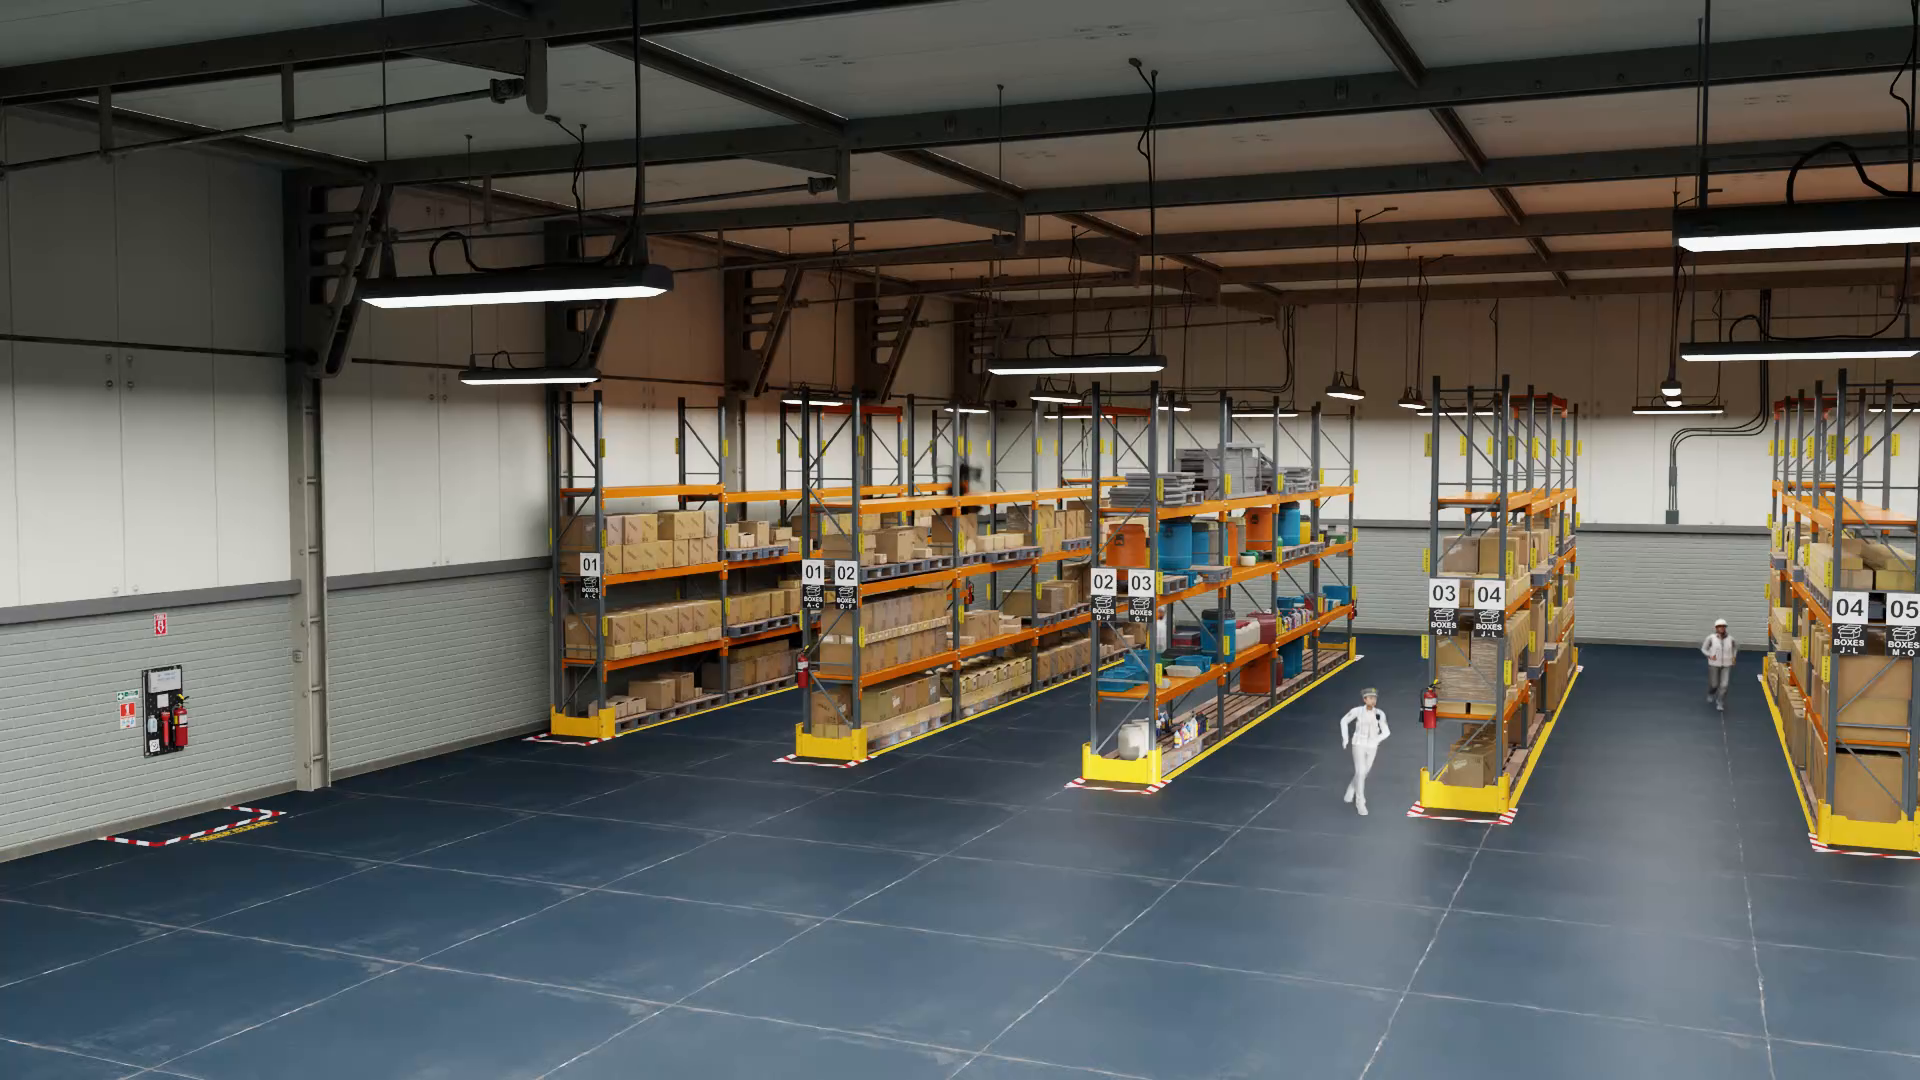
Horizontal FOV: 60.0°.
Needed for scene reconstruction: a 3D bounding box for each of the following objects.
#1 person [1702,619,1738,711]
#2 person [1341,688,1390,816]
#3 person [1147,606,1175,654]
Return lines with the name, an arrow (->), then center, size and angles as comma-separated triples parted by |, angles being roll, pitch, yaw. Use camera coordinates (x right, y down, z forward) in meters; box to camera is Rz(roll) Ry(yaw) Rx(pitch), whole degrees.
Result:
person -> 14.542, 2.378, 31.811 | 0.660, 1.730, 0.658 | 1, 3, 13
person -> 5.627, 2.887, 22.993 | 0.629, 1.686, 0.863 | 0, 3, -3
person -> 4.303, 2.235, 35.656 | 0.607, 1.632, 0.596 | 1, 3, 10
